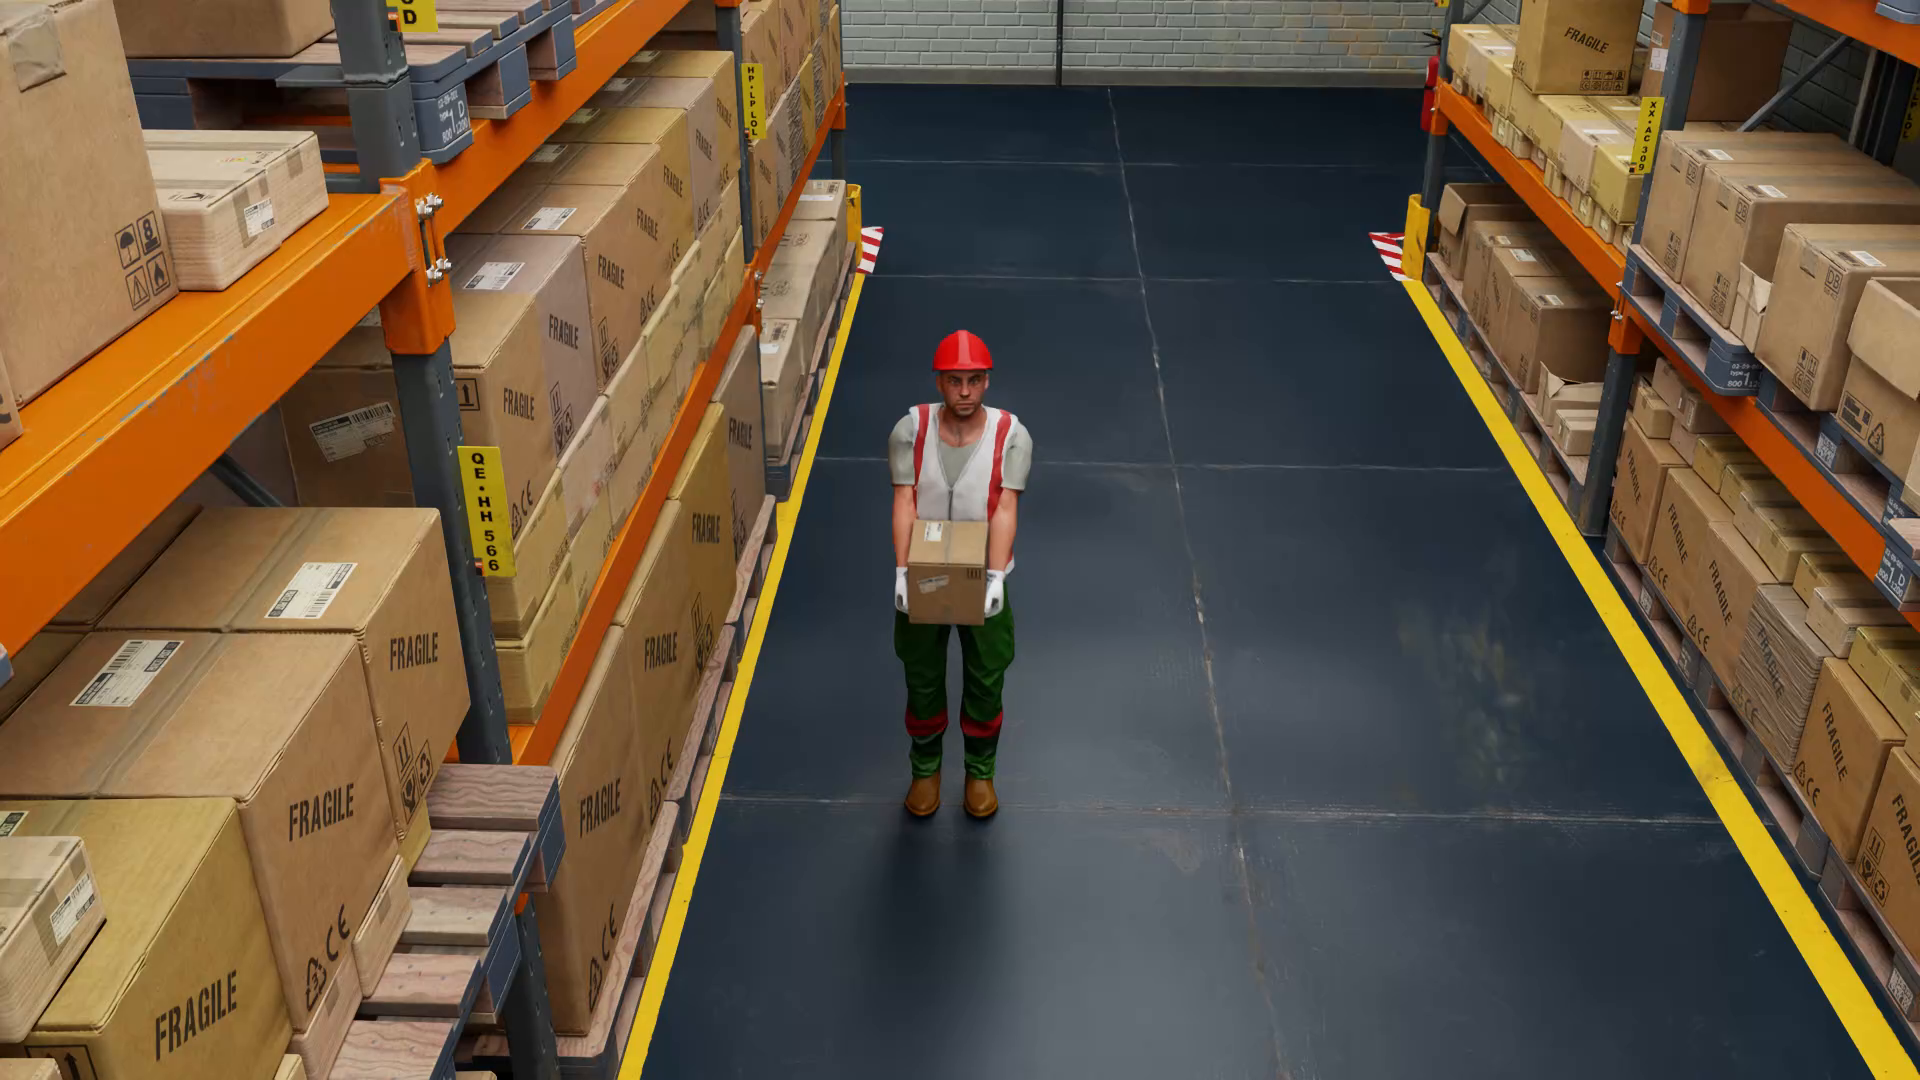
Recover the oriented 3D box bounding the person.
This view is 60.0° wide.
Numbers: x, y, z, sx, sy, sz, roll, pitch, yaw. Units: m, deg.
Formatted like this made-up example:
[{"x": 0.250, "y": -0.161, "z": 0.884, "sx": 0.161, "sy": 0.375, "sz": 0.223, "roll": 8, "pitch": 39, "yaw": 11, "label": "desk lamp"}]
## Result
[{"x": 0.000, "y": 0.139, "z": 5.841, "sx": 0.610, "sy": 1.777, "sz": 0.452, "roll": 0, "pitch": 28, "yaw": 0, "label": "person"}]
